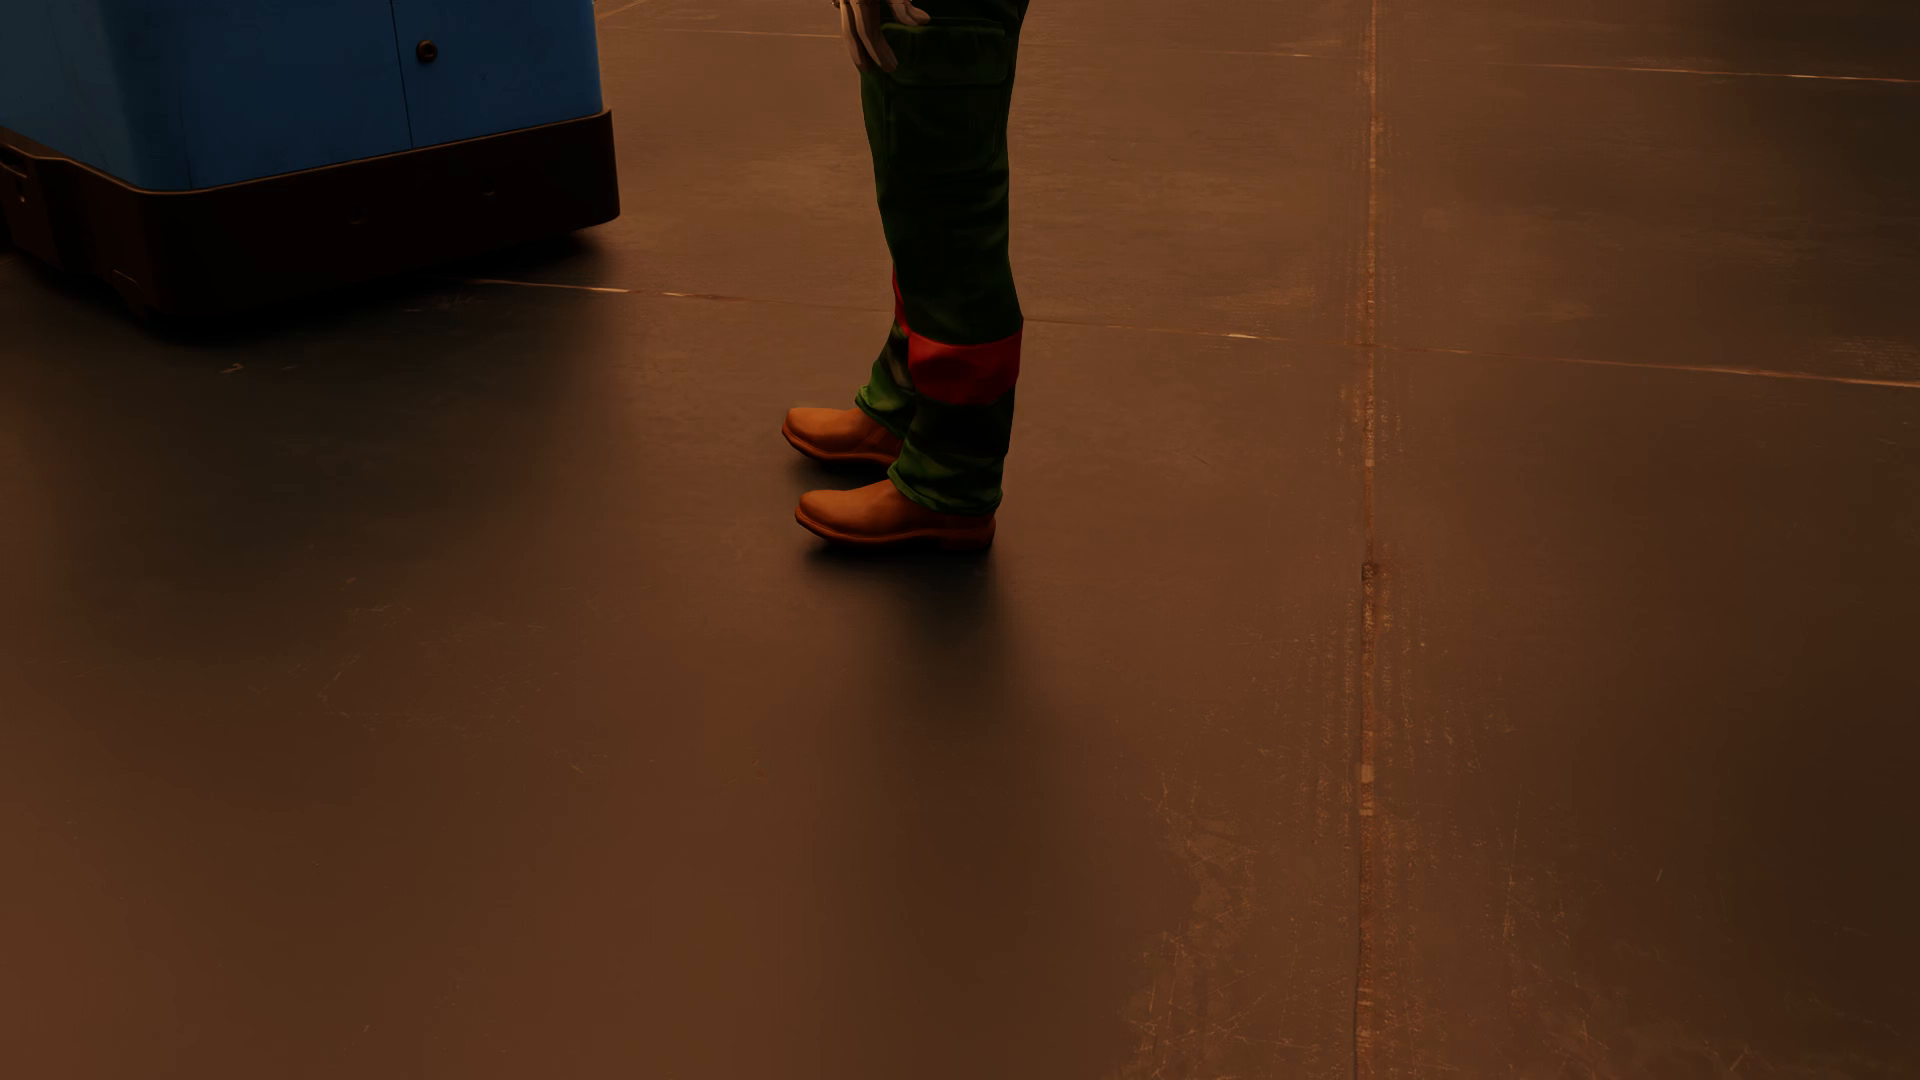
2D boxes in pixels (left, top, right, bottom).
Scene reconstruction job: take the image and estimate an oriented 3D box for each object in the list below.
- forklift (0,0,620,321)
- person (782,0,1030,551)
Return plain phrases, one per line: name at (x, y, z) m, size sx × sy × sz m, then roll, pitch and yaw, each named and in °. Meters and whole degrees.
forklift at (-2.186, -2.298, 3.801) m, size 3.031 × 2.935 × 1.130 m, roll 24°, pitch 35°, yaw 39°
person at (-0.077, -0.818, 2.119) m, size 0.562 × 1.789 × 0.638 m, roll 6°, pitch 27°, yaw 11°
